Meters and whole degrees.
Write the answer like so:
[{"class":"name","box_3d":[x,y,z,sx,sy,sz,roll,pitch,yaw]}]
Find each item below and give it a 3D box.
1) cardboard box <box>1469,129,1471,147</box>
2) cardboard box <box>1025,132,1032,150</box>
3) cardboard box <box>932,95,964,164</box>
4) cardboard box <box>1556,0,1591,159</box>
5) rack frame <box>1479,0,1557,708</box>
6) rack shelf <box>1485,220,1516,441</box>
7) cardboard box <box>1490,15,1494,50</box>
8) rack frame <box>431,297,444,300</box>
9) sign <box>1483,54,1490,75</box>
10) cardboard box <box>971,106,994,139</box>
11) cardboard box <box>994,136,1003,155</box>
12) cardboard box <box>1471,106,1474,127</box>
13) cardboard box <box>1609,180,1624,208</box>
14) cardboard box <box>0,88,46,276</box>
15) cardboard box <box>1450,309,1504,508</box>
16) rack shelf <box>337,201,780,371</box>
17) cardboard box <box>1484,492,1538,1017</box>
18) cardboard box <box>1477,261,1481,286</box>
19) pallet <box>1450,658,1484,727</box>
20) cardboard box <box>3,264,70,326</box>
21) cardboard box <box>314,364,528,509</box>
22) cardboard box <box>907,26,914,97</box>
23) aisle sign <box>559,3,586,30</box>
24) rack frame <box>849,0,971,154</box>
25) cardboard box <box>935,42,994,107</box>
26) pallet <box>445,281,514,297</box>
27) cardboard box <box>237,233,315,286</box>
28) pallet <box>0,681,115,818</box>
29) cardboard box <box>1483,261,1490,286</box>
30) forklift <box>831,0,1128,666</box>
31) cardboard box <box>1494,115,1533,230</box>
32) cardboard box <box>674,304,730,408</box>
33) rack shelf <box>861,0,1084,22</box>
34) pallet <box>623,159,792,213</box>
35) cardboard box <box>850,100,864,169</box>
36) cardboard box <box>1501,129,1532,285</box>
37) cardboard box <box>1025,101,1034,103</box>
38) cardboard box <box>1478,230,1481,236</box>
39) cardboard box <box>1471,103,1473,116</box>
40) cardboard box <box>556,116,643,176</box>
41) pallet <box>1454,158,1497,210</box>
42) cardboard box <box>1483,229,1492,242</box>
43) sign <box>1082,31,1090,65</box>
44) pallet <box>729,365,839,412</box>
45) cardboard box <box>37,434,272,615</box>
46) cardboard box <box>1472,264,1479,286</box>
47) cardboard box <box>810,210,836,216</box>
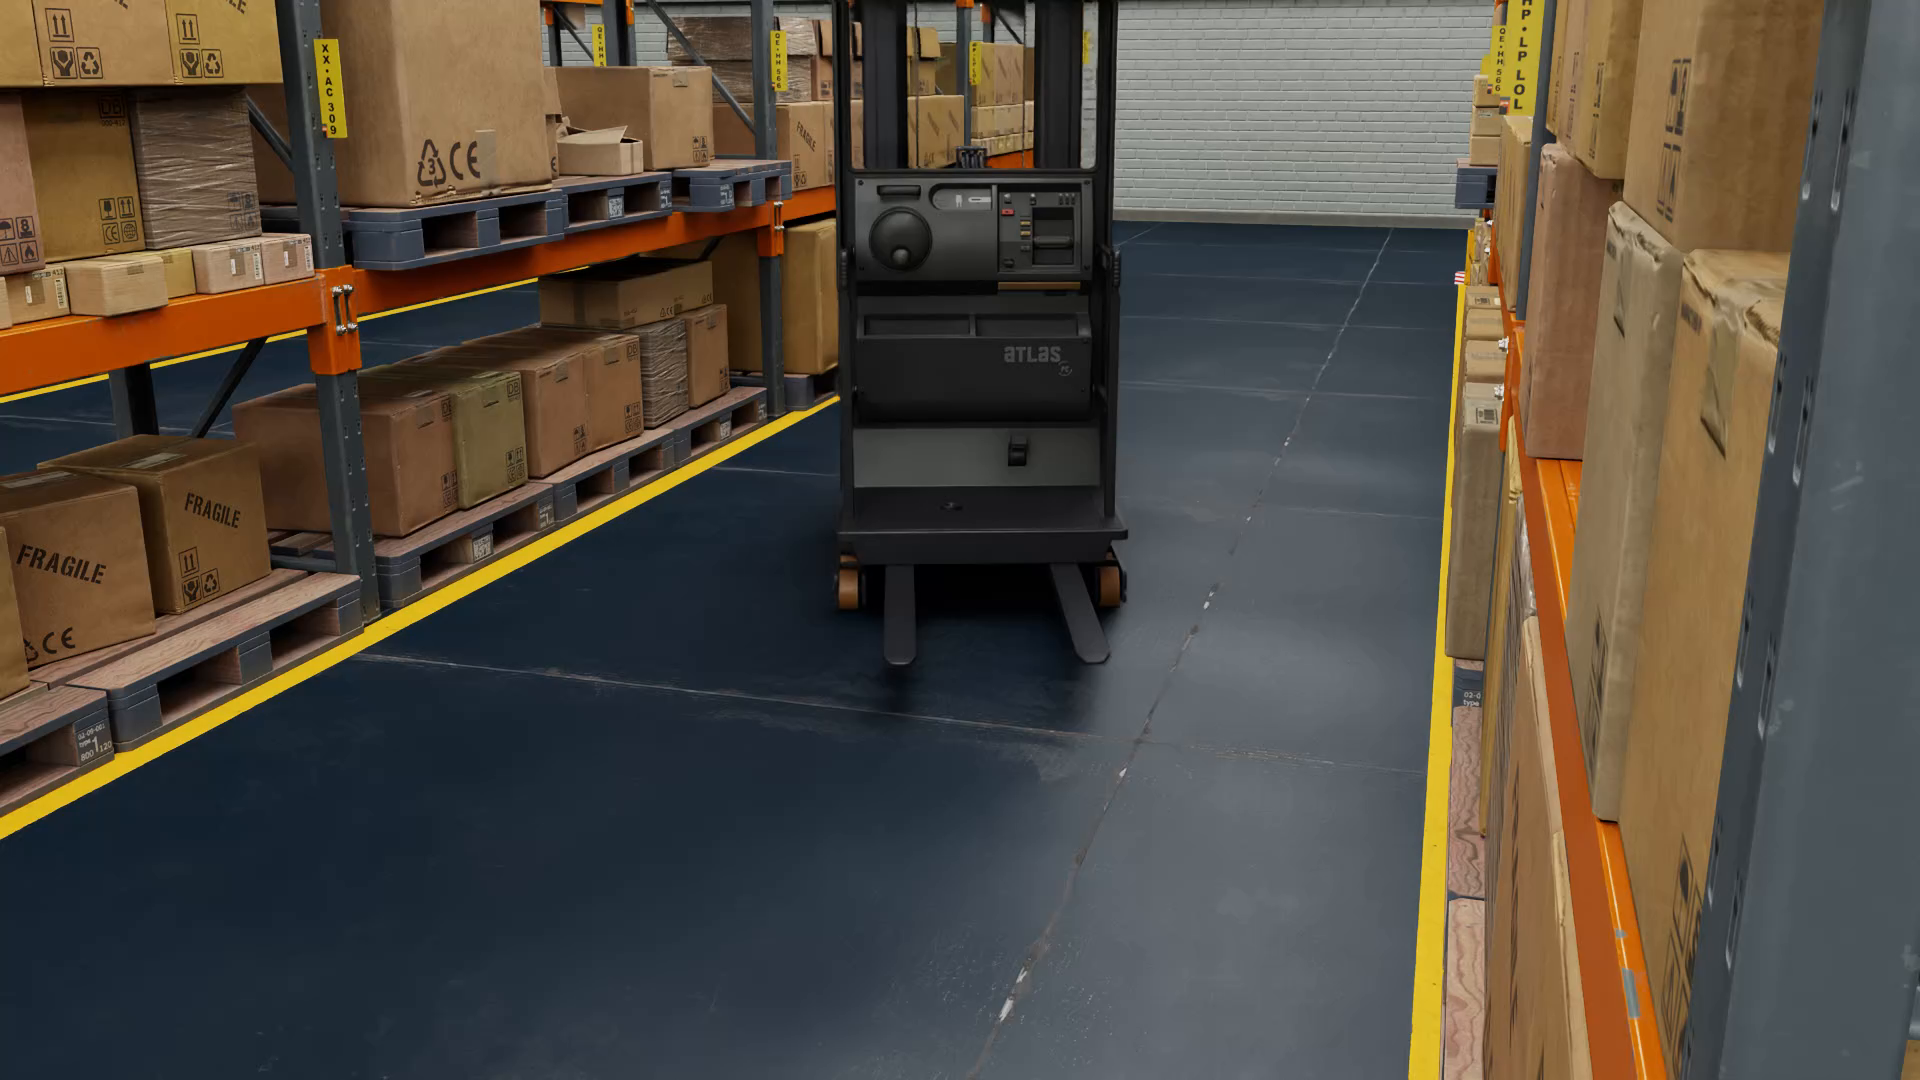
[{"class":"cardboard box","box_3d":[3.326,-2.457,10.185,0.380,0.149,0.250,4,16,13]},{"class":"cardboard box","box_3d":[0.437,-3.600,14.987,0.380,0.149,0.250,4,16,14]},{"class":"cardboard box","box_3d":[-0.278,-3.166,12.812,0.500,0.500,0.500,5,16,16]},{"class":"cardboard box","box_3d":[1.578,-0.972,3.005,0.875,0.550,0.550,5,16,16]},{"class":"rack frame","box_3d":[2.046,-0.758,4.504,1.000,3.000,0.127,5,16,16]},{"class":"rack shelf","box_3d":[2.614,-0.935,6.447,1.077,0.370,4.000,5,16,16]},{"class":"cardboard box","box_3d":[4.768,-4.206,14.099,0.500,0.500,0.500,4,16,15]},{"class":"rack frame","box_3d":[-5.156,-3.646,14.686,1.000,3.000,0.127,5,16,16]},{"class":"sign","box_3d":[3.797,-3.307,11.906,0.100,0.325,0.005,5,16,16]},{"class":"cardboard box","box_3d":[-0.023,-3.435,13.674,0.500,0.250,0.500,4,16,15]},{"class":"cardboard box","box_3d":[0.145,-3.330,14.034,0.380,0.149,0.250,5,17,18]},{"class":"cardboard box","box_3d":[3.033,-2.332,9.200,0.380,0.149,0.250,5,17,17]},{"class":"cardboard box","box_3d":[1.497,-0.308,2.644,0.875,0.550,0.500,5,16,16]},{"class":"cardboard box","box_3d":[-3.089,-0.980,4.560,0.875,0.500,0.500,5,16,16]},{"class":"cardboard box","box_3d":[2.678,-0.543,7.099,1.050,0.750,0.750,5,17,17]},{"class":"rack shelf","box_3d":[-2.112,-1.346,7.896,1.077,0.370,4.000,5,16,16]},{"class":"cardboard box","box_3d":[1.548,0.458,3.343,0.875,0.875,0.875,5,17,16]},{"class":"cardboard box","box_3d":[3.855,-1.677,11.558,0.500,0.500,0.500,5,17,18]},{"class":"pallet","box_3d":[2.193,0.376,5.617,1.003,0.211,1.213,5,16,16]},{"class":"cardboard box","box_3d":[-2.830,-0.714,4.811,0.380,0.149,0.250,5,16,16]},{"class":"cardboard box","box_3d":[-2.332,-0.460,7.229,0.700,0.500,0.500,5,16,16]},{"class":"cardboard box","box_3d":[-0.787,-3.446,11.960,0.797,0.503,0.637,5,17,16]},{"class":"aisle sign","box_3d":[-4.284,-5.985,18.169,0.394,0.787,0.004,5,16,16]},{"class":"rack frame","box_3d":[-0.407,-3.262,13.332,1.000,3.000,0.127,5,16,16]},{"class":"cardboard box","box_3d":[-0.026,-3.799,13.581,0.500,0.500,0.500,5,16,16]},{"class":"pallet","box_3d":[-4.984,-2.500,15.756,1.003,0.211,1.213,5,16,16]},{"class":"cardboard box","box_3d":[-2.460,-0.969,5.709,0.380,0.149,0.250,5,16,16]},{"class":"pallet","box_3d":[-3.183,0.671,4.575,1.003,0.211,1.213,5,16,16]},{"class":"cardboard box","box_3d":[3.126,-1.364,9.077,0.500,0.250,0.500,4,16,15]},{"class":"forklift","box_3d":[0.064,-1.226,6.282,1.130,2.935,3.031,-1,16,-2]},{"class":"cardboard box","box_3d":[2.655,-1.623,7.370,0.500,0.500,0.500,4,16,15]},{"class":"cardboard box","box_3d":[-1.715,-1.048,9.300,0.700,0.500,0.500,4,16,13]},{"class":"rack shelf","box_3d":[0.161,-4.882,14.866,1.077,0.370,4.000,5,16,16]},{"class":"pallet","box_3d":[-1.644,-1.928,8.982,1.213,0.211,1.003,5,16,16]},{"class":"cardboard box","box_3d":[-0.858,-2.639,10.953,0.500,0.500,0.500,4,16,15]},{"class":"cardboard box","box_3d":[2.082,-1.095,5.510,0.500,0.500,0.500,4,16,15]},{"class":"cardboard box","box_3d":[0.557,-3.966,15.545,0.500,0.250,0.500,4,16,14]},{"class":"cardboard box","box_3d":[4.626,-2.557,14.213,0.380,0.149,0.250,5,17,17]},{"class":"cardboard box","box_3d":[3.766,-3.008,11.582,0.380,0.149,0.250,5,17,17]},{"class":"cardboard box","box_3d":[-1.759,-1.895,7.992,0.396,0.266,0.258,4,16,14]},{"class":"pallet","box_3d":[3.283,-1.907,8.906,1.213,0.211,1.003,5,16,16]},{"class":"cardboard box","box_3d":[3.707,-1.899,10.963,0.500,0.250,0.500,5,17,17]},{"class":"sign","box_3d":[1.246,-4.934,16.670,0.100,0.325,0.005,5,16,16]},{"class":"pallet","box_3d":[-1.248,-1.074,10.730,1.003,0.211,1.213,5,16,16]},{"class":"cardboard box","box_3d":[-2.833,-0.067,5.879,0.500,0.500,0.500,4,16,14]},{"class":"cardboard box","box_3d":[4.228,-2.075,13.056,0.380,0.149,0.250,4,16,14]},{"class":"cardboard box","box_3d":[-1.067,-1.807,11.326,1.225,0.875,0.875,5,16,16]}]
